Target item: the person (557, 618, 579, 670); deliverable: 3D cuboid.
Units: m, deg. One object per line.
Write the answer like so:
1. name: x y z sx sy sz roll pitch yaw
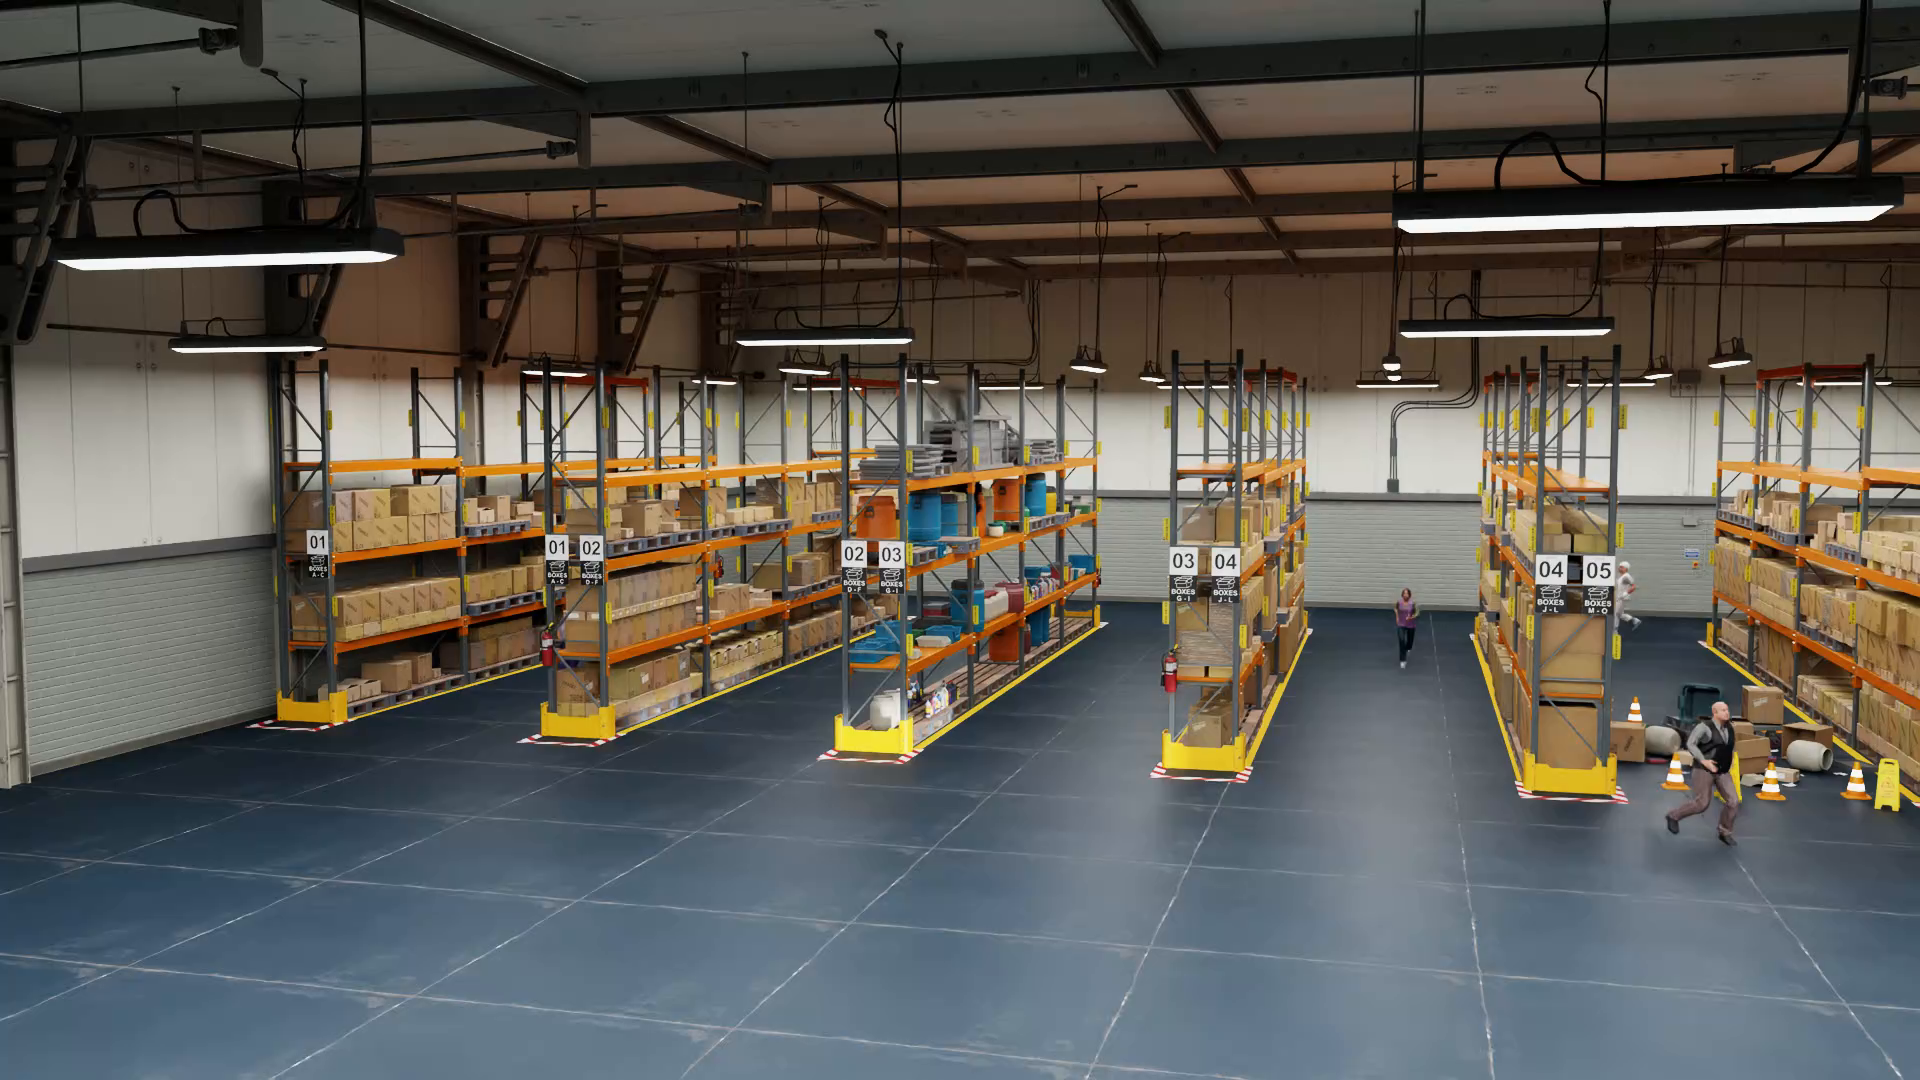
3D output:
1. person: -7.164 2.000 30.699 0.595 1.594 0.561 0 4 5

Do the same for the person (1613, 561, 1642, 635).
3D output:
1. person: 15.287 1.374 38.271 0.863 1.771 0.652 1 4 7

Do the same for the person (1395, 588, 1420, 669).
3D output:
1. person: 9.115 1.791 33.895 0.497 1.606 1.005 1 4 14

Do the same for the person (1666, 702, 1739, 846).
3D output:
1. person: 8.930 2.760 19.843 0.709 1.718 0.786 -2 5 -30
